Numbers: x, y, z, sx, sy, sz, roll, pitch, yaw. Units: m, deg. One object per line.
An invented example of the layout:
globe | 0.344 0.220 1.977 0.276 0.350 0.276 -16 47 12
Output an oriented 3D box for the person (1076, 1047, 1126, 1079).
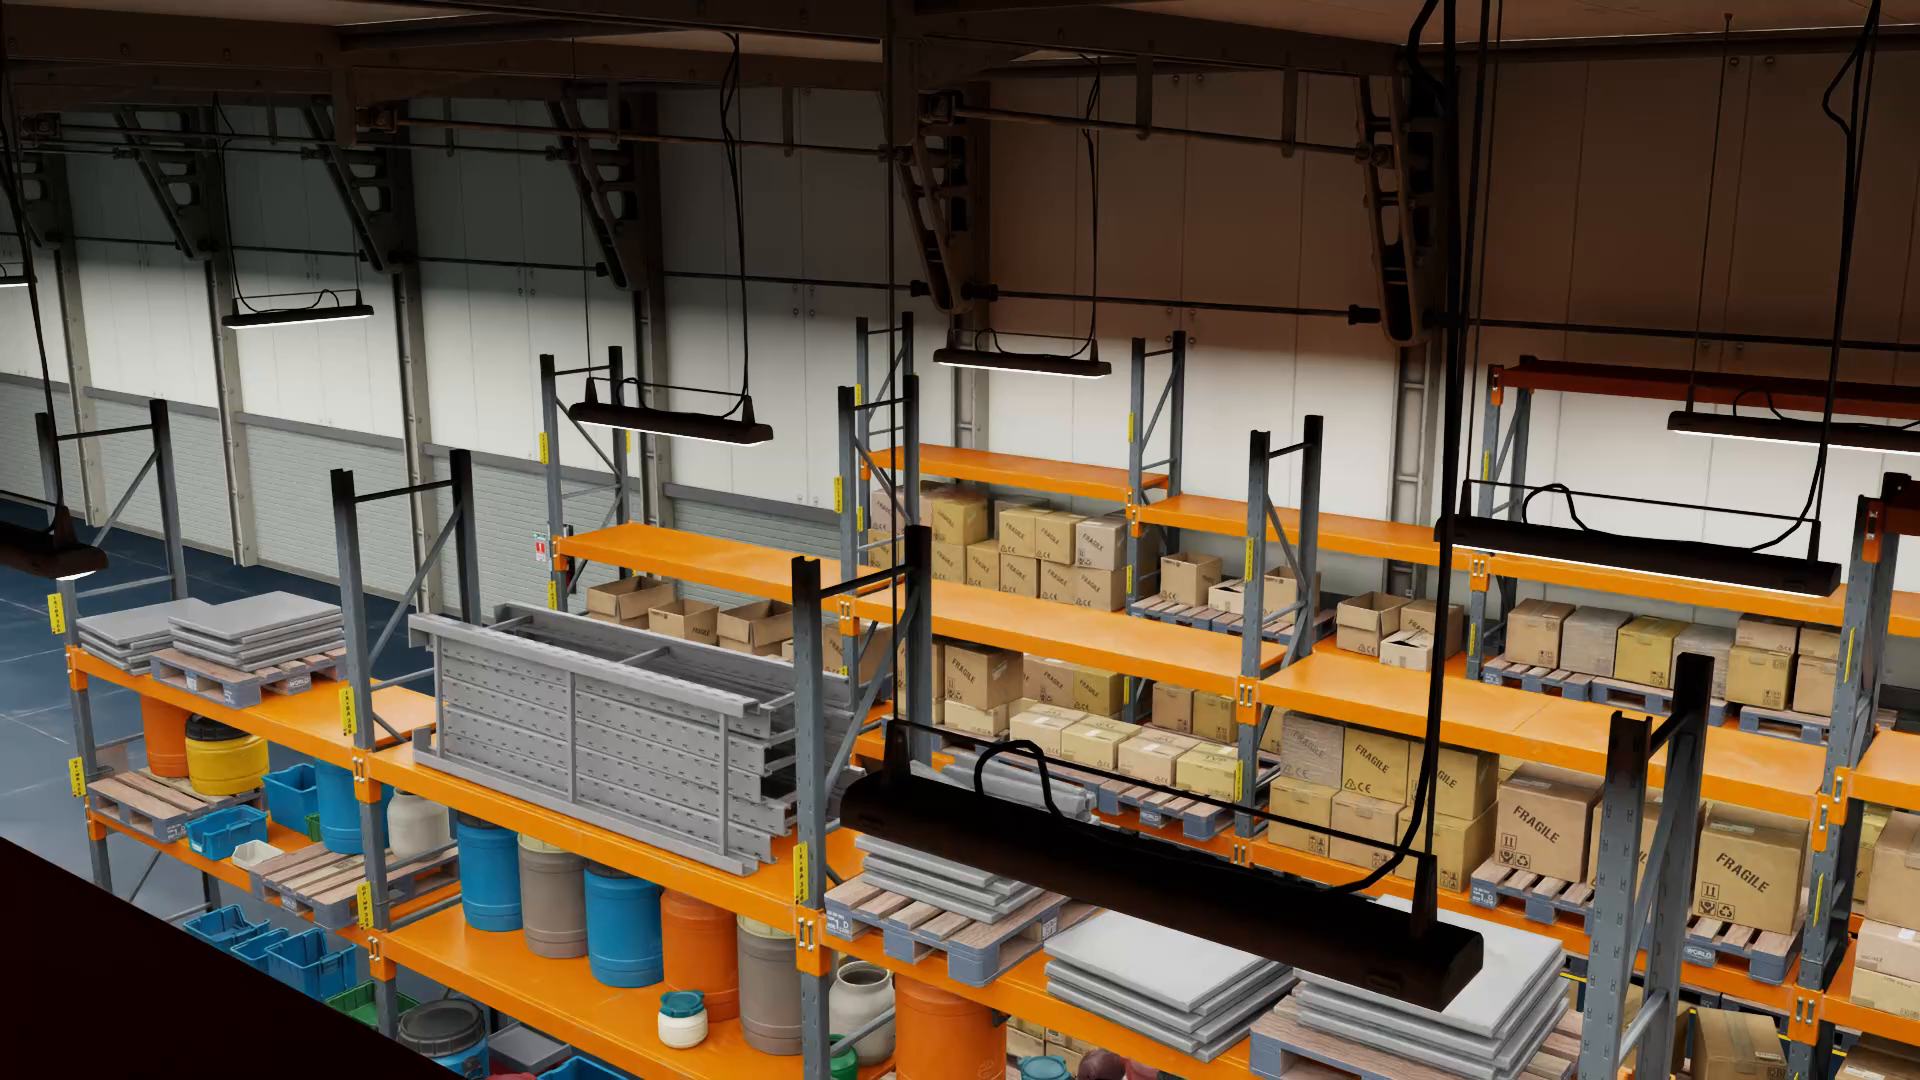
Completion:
person | 1.032 4.360 12.537 1.100 1.728 0.565 7 15 27
